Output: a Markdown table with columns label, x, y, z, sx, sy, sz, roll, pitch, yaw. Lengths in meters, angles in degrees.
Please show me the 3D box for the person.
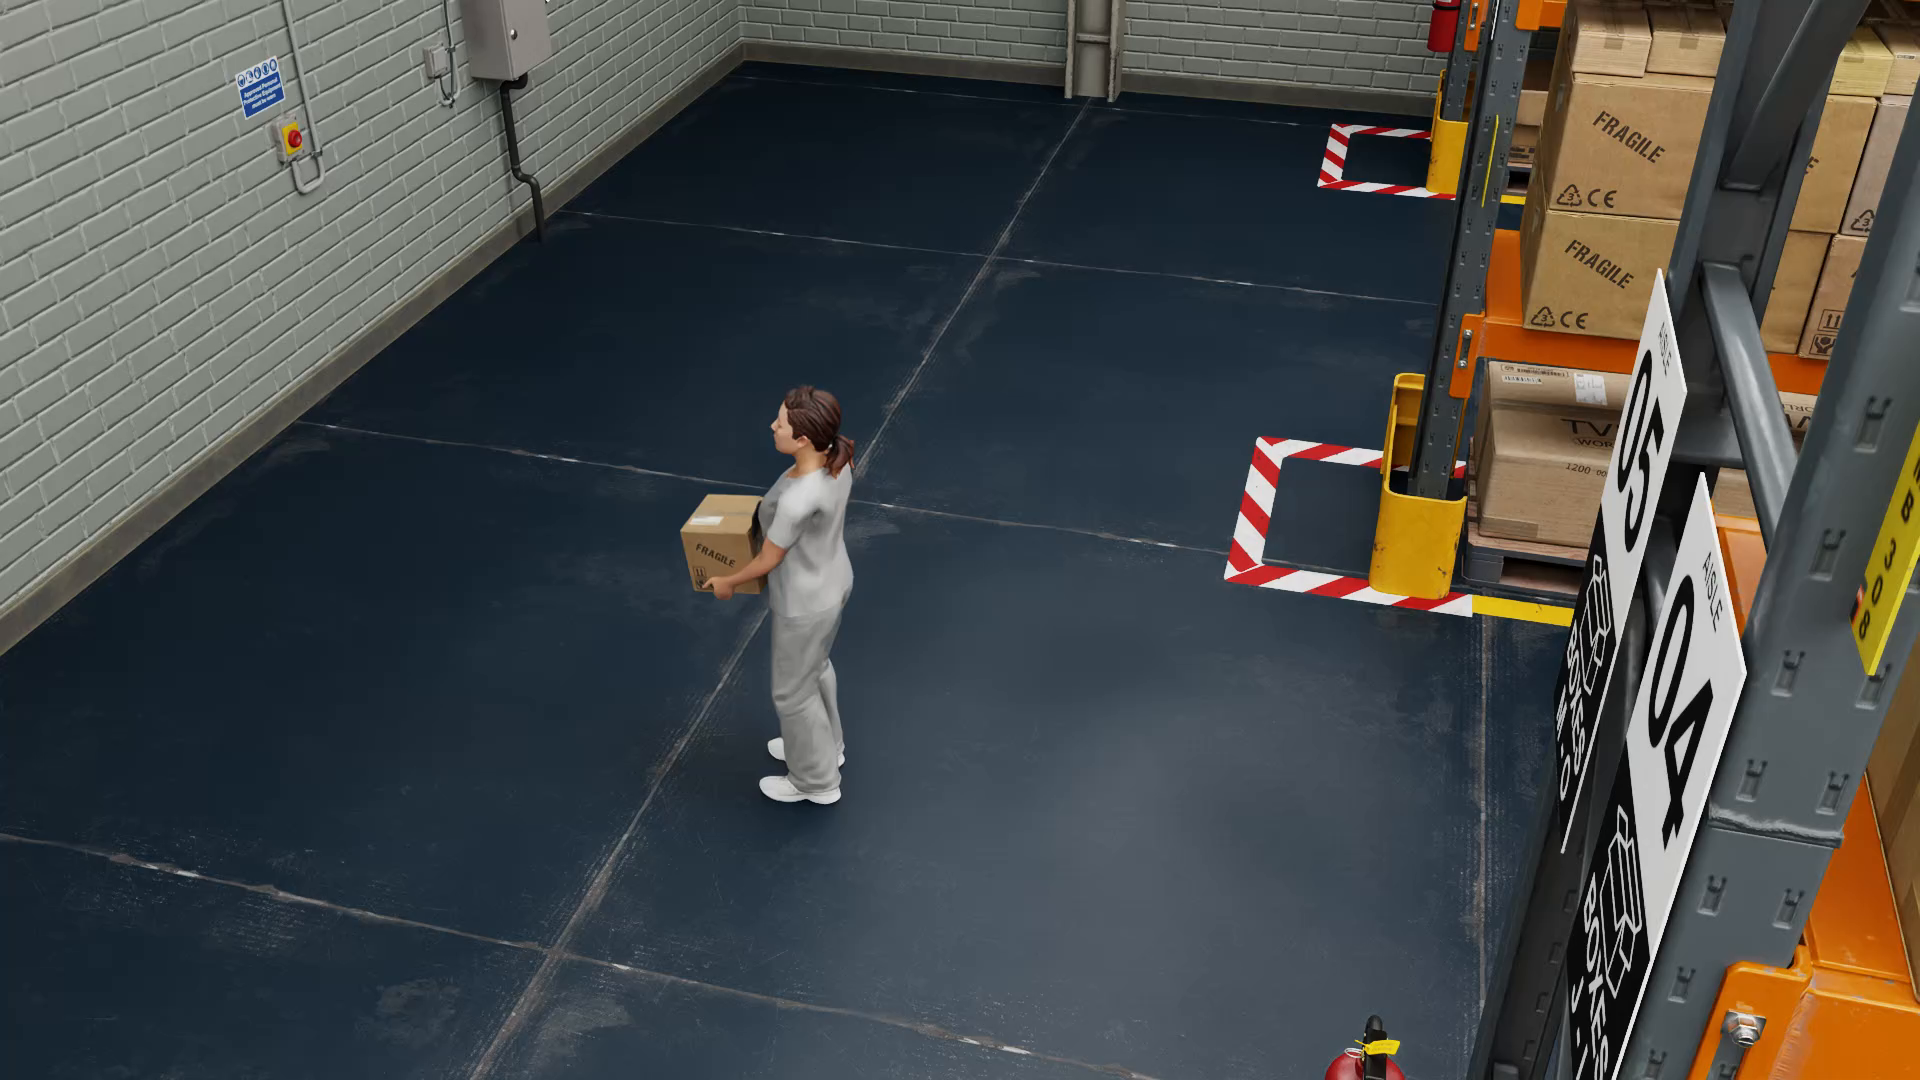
| label | x | y | z | sx | sy | sz | roll | pitch | yaw |
| --- | --- | --- | --- | --- | --- | --- | --- | --- | --- |
| person | -0.600 | 0.194 | 5.852 | 0.542 | 1.667 | 0.436 | 8 | 34 | 12 |
